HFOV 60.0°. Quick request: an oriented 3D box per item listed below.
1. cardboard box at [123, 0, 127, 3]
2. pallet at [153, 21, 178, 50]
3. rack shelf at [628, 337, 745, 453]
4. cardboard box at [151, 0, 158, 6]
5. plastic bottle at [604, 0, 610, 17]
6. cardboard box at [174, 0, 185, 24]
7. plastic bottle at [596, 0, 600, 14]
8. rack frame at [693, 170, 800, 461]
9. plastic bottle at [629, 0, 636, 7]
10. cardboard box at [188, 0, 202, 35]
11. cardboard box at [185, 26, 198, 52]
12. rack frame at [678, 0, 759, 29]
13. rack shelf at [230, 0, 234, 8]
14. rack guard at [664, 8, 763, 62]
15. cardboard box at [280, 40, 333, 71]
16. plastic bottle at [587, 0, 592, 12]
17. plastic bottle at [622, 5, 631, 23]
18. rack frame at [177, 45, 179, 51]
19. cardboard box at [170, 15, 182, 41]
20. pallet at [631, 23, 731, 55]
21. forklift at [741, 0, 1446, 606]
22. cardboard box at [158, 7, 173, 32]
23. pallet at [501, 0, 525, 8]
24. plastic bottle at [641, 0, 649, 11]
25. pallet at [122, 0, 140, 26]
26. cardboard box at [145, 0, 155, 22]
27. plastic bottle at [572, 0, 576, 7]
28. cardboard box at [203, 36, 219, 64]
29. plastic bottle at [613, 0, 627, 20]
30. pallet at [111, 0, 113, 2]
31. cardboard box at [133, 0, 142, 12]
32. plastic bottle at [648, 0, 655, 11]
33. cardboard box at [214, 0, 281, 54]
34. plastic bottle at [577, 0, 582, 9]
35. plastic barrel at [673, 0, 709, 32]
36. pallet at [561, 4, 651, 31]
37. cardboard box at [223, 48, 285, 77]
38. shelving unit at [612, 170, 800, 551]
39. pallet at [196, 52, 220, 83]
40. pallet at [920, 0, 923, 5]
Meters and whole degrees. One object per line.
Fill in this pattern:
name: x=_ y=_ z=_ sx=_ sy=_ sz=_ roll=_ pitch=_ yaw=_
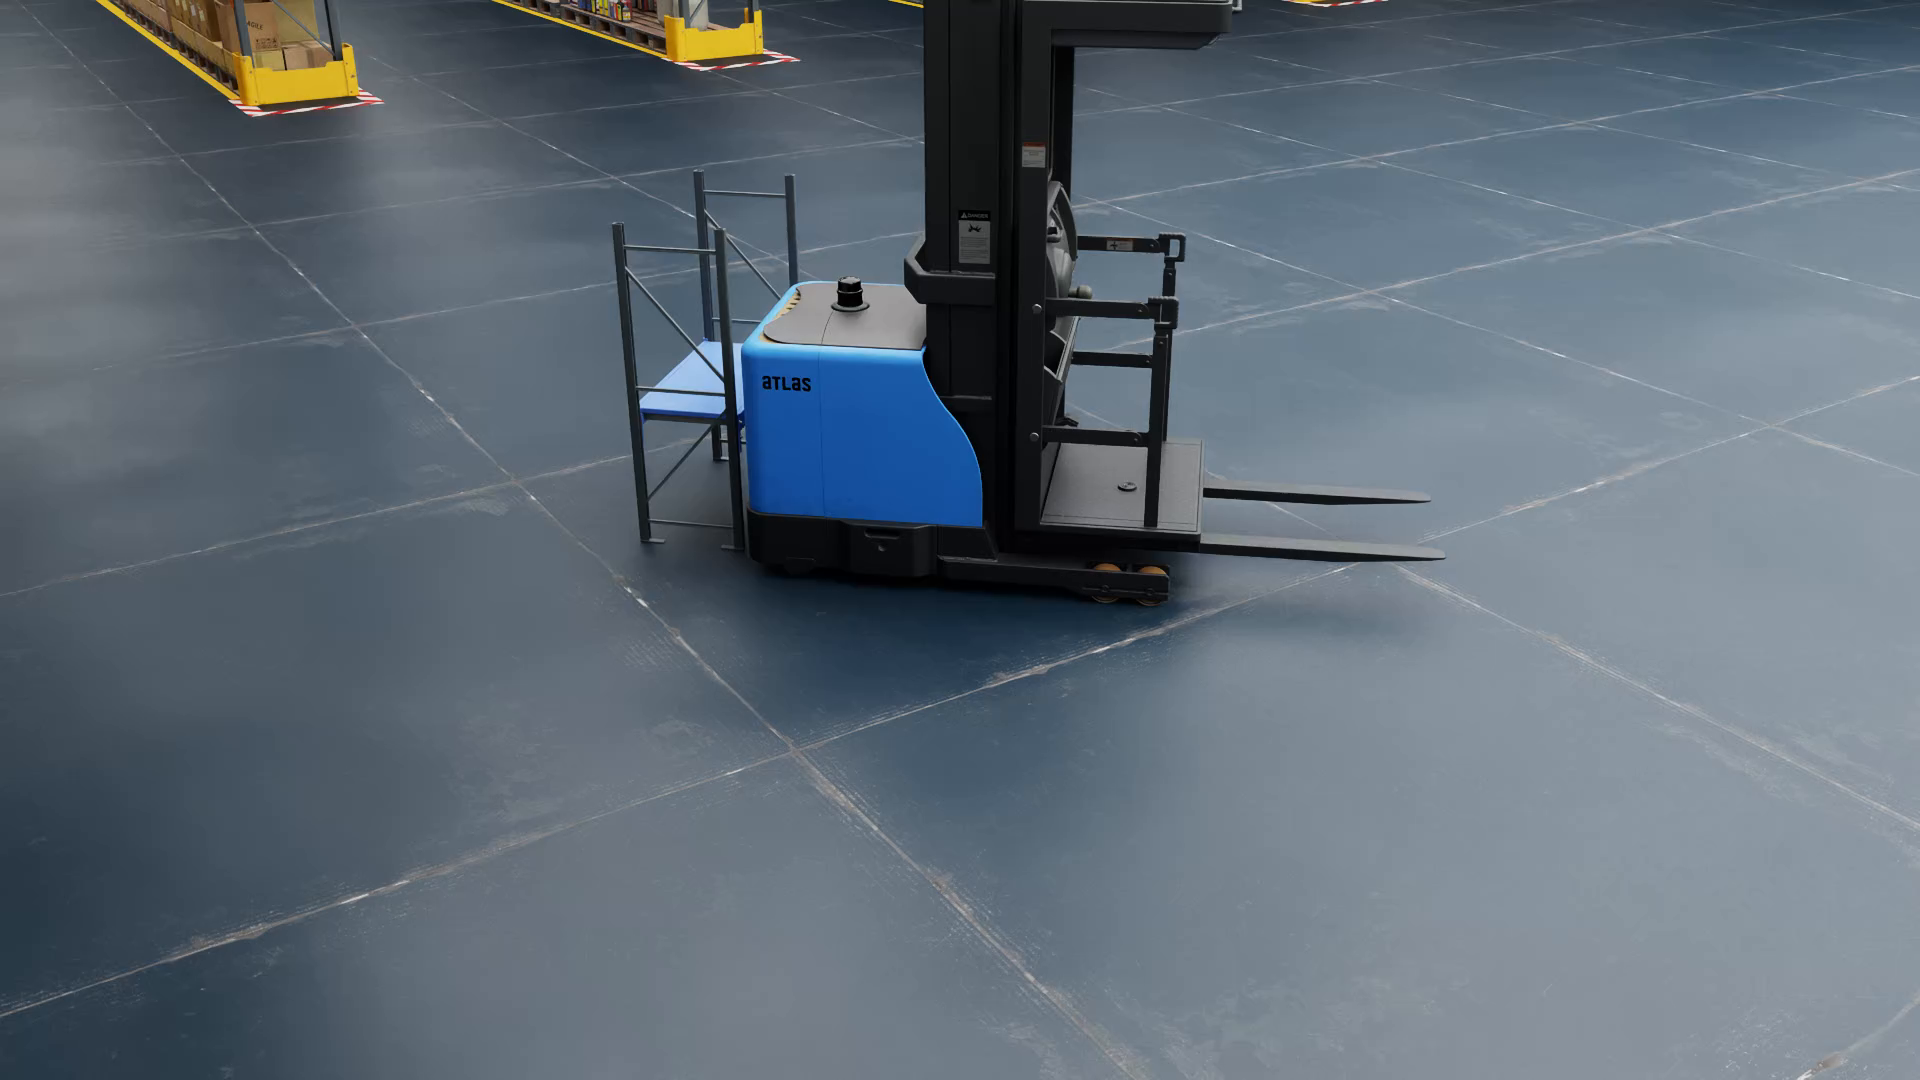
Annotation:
cardboard box: x=-11.370 y=-7.630 z=23.129 sx=0.500 sy=0.250 sz=0.500 roll=-16 pitch=29 yaw=-30
pallet: x=-9.661 y=-6.502 z=21.277 sx=1.003 sy=0.211 sz=1.213 roll=-16 pitch=29 yaw=-30
rack shelf: x=-1.136 y=-0.705 z=7.907 sx=0.538 sy=0.185 sz=1.000 roll=5 pitch=26 yaw=10
cardboard box: x=-9.977 y=-6.972 z=21.077 sx=0.500 sy=0.311 sz=0.500 roll=-15 pitch=29 yaw=-28
plastic bottle: x=-4.545 y=-6.992 z=21.634 sx=0.144 sy=0.351 sz=0.185 roll=-14 pitch=29 yaw=-27
cardboard box: x=-8.956 y=-6.379 z=19.599 sx=0.500 sy=0.500 sz=0.500 roll=-16 pitch=29 yaw=-30
plastic bottle: x=-4.743 y=-7.036 z=21.903 sx=0.097 sy=0.201 sz=0.097 roll=0 pitch=25 yaw=0
rack frame: x=-1.034 y=-1.080 z=8.281 sx=0.500 sy=1.500 sz=0.032 roll=5 pitch=26 yaw=10
plastic bottle: x=-4.487 y=-7.354 z=22.489 sx=0.152 sy=0.276 sz=0.135 roll=-16 pitch=29 yaw=-30
cardboard box: x=-8.415 y=-6.020 z=18.838 sx=0.500 sy=0.500 sz=0.500 roll=-16 pitch=29 yaw=-30
cardboard box: x=-8.690 y=-5.859 z=19.376 sx=0.500 sy=0.250 sz=0.500 roll=-16 pitch=29 yaw=-30
rack frame: x=-2.891 y=-7.231 z=19.554 sx=1.000 sy=3.000 sz=0.127 roll=-16 pitch=29 yaw=-30
rack shelf: x=-8.135 y=-6.468 z=18.781 sx=1.077 sy=0.370 sz=4.000 roll=-16 pitch=29 yaw=-30
rack guard: x=-2.972 y=-6.117 z=20.122 sx=1.175 sy=0.500 sz=0.348 roll=-16 pitch=29 yaw=-30
cardboard box: x=-7.149 y=-5.268 z=18.125 sx=0.500 sy=0.250 sz=0.500 roll=-16 pitch=29 yaw=-30
plastic bottle: x=-4.878 y=-7.210 z=22.097 sx=0.144 sy=0.351 sz=0.185 roll=-17 pitch=30 yaw=-32
plastic bottle: x=-4.261 y=-6.719 z=21.233 sx=0.097 sy=0.201 sz=0.097 roll=0 pitch=25 yaw=0
rack frame: x=-9.226 y=-7.509 z=20.143 sx=1.000 sy=3.000 sz=0.127 roll=-16 pitch=29 yaw=-30
cardboard box: x=-9.227 y=-6.219 z=20.139 sx=0.500 sy=0.250 sz=0.500 roll=-16 pitch=29 yaw=-30
pallet: x=-3.411 y=-6.278 z=20.802 sx=1.003 sy=0.211 sz=1.213 roll=-16 pitch=29 yaw=-30
forklift: x=0.619 y=-1.285 z=7.039 sx=3.031 sy=2.935 sz=1.130 roll=4 pitch=26 yaw=8
cardboard box: x=-9.696 y=-6.536 z=20.811 sx=0.500 sy=0.250 sz=0.500 roll=-16 pitch=30 yaw=-30
pallet: x=-6.206 y=-8.110 z=24.681 sx=1.003 sy=0.211 sz=1.213 roll=-16 pitch=29 yaw=-30
plastic bottle: x=-4.204 y=-7.201 z=22.157 sx=0.061 sy=0.283 sz=0.133 roll=-16 pitch=29 yaw=-30
pallet: x=-10.993 y=-7.375 z=23.125 sx=1.003 sy=0.211 sz=1.213 roll=-16 pitch=29 yaw=-30
cardboard box: x=-10.250 y=-6.900 z=21.582 sx=0.500 sy=0.250 sz=0.500 roll=-15 pitch=29 yaw=-28
plastic bottle: x=-5.212 y=-7.343 z=22.554 sx=0.097 sy=0.201 sz=0.097 roll=0 pitch=25 yaw=0
cardboard box: x=-8.141 y=-5.502 z=18.620 sx=0.500 sy=0.250 sz=0.500 roll=-16 pitch=29 yaw=-30
plastic bottle: x=-4.375 y=-6.850 z=21.421 sx=0.152 sy=0.276 sz=0.135 roll=-15 pitch=29 yaw=-29
pallet: x=-12.448 y=-8.390 z=25.276 sx=1.003 sy=0.211 sz=1.213 roll=-16 pitch=29 yaw=-30
cardboard box: x=-10.806 y=-7.266 z=22.357 sx=0.500 sy=0.250 sz=0.500 roll=-16 pitch=30 yaw=-31
plastic bottle: x=-4.115 y=-7.223 z=22.212 sx=0.152 sy=0.276 sz=0.135 roll=-15 pitch=29 yaw=-29
cardboard box: x=-7.585 y=-5.486 z=17.708 sx=0.500 sy=0.500 sz=0.500 roll=-16 pitch=29 yaw=-30
plastic bottle: x=-5.068 y=-7.304 z=22.383 sx=0.152 sy=0.276 sz=0.135 roll=-14 pitch=29 yaw=-28
plastic barrel: x=-3.314 y=-6.514 z=20.457 sx=0.421 sy=0.512 sz=0.421 roll=0 pitch=25 yaw=0
pallet: x=-4.743 y=-7.151 z=22.651 sx=1.003 sy=0.211 sz=1.213 roll=-16 pitch=29 yaw=-30
cardboard box: x=-7.583 y=-5.148 z=17.870 sx=0.500 sy=0.250 sz=0.500 roll=-16 pitch=29 yaw=-30
shelving unit: x=-1.136 y=-0.867 z=7.830 sx=0.538 sy=1.500 sz=1.048 roll=5 pitch=26 yaw=10
pallet: x=-8.157 y=-5.517 z=19.189 sx=1.003 sy=0.211 sz=1.213 roll=-16 pitch=29 yaw=-30
pallet: x=0.142 y=-7.886 z=24.209 sx=1.003 sy=0.211 sz=1.213 roll=-16 pitch=29 yaw=-30
